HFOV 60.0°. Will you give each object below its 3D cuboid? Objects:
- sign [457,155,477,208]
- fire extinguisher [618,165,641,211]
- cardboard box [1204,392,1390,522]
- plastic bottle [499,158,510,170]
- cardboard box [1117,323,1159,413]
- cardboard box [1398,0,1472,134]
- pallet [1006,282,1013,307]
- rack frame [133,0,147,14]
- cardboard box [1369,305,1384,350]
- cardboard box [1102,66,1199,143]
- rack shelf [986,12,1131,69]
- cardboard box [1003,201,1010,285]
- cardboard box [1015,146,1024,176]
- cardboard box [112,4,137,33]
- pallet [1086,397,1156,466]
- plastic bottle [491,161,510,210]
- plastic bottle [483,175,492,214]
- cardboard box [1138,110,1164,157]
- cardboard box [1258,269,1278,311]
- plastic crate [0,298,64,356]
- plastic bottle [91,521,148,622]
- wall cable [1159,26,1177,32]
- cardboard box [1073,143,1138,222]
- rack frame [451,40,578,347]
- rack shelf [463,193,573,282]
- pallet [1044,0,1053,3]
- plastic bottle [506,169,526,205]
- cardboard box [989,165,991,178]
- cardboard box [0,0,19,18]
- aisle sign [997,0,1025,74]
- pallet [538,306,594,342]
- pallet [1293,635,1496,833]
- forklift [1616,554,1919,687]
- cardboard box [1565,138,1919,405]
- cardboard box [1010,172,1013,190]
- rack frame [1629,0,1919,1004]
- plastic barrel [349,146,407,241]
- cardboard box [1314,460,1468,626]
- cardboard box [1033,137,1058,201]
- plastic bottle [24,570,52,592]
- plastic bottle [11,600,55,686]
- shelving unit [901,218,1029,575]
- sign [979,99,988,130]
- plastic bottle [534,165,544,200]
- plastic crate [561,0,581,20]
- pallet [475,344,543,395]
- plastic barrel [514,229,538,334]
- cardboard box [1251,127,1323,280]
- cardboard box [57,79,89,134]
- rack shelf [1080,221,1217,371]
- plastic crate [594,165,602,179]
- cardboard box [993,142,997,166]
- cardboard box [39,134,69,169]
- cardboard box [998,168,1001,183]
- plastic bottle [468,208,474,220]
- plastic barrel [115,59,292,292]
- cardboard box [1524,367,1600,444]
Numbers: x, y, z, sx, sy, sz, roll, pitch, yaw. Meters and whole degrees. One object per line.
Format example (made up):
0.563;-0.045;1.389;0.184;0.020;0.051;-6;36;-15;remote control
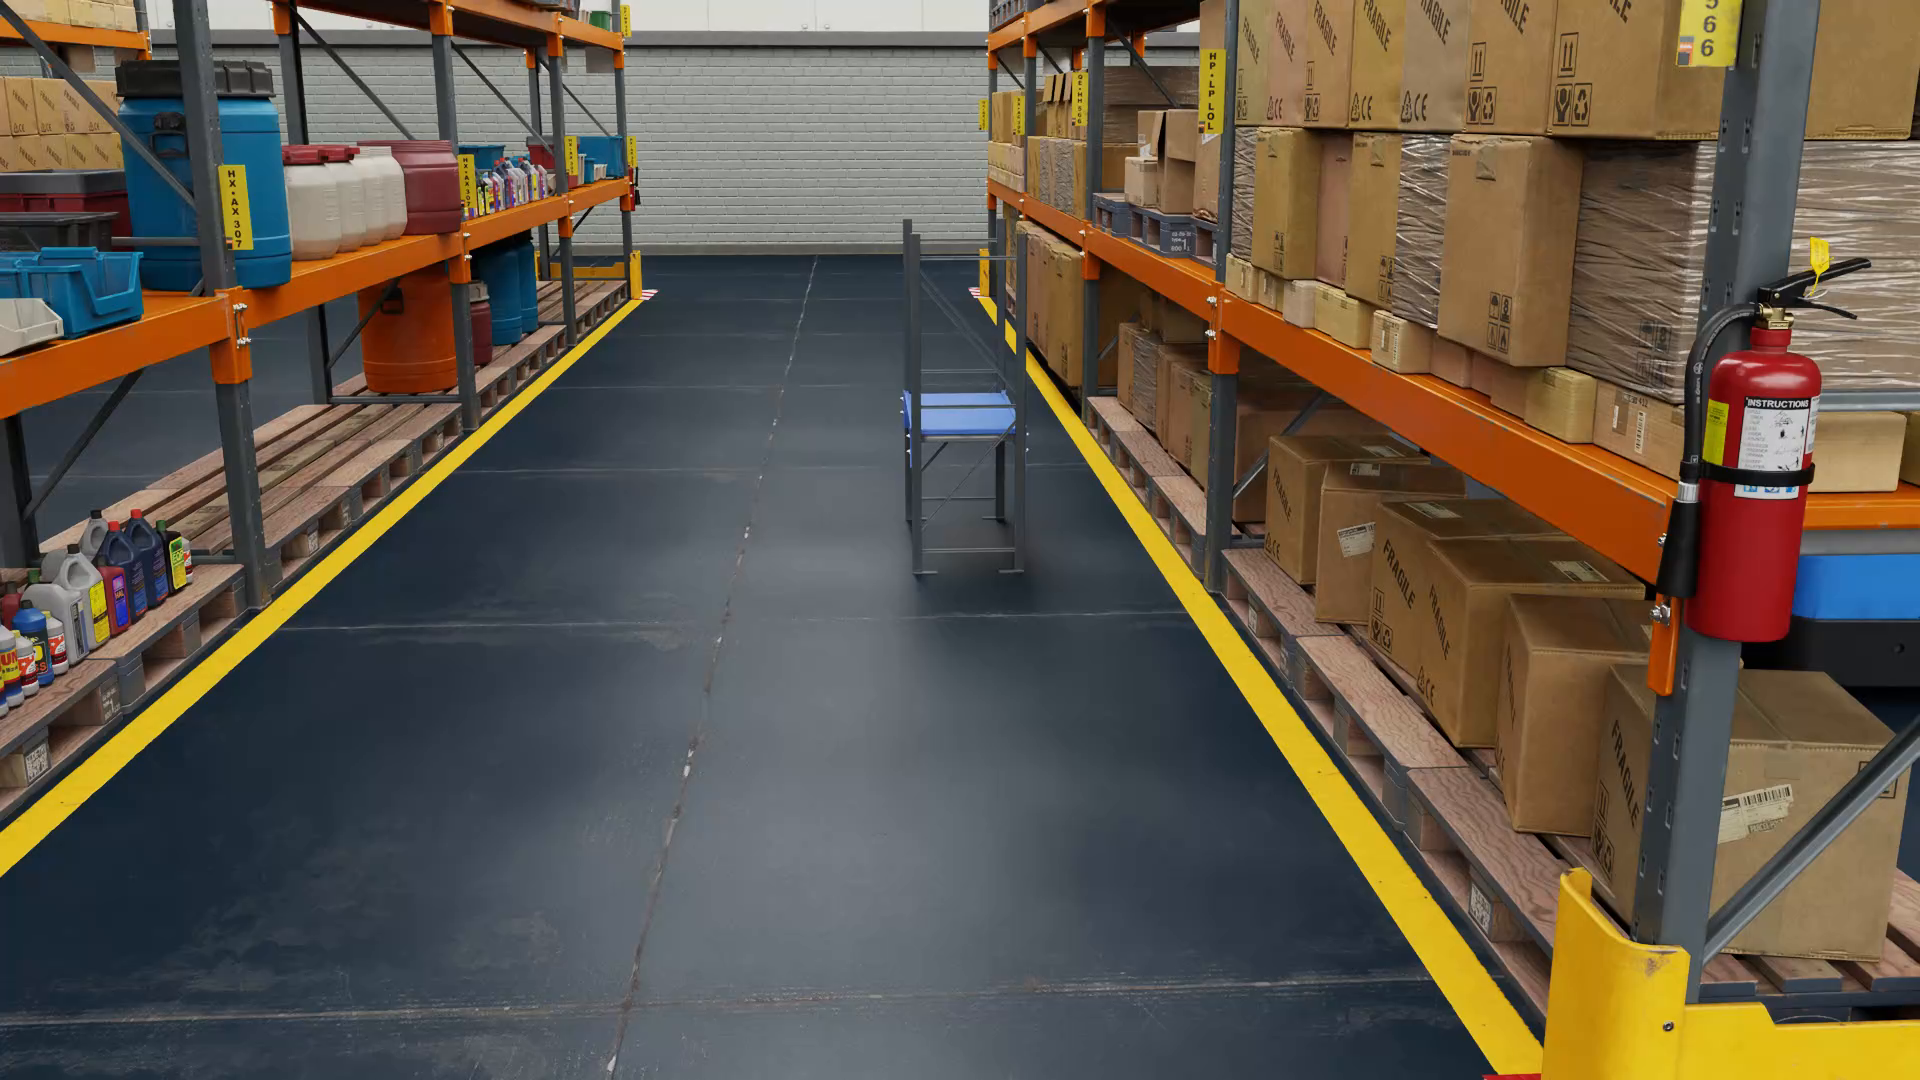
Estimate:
-3.083;-2.245;10.406;0.100;0.325;0.005;-1;14;-3;sign
-3.683;-3.972;18.349;0.296;0.674;0.183;-1;14;-3;fire extinguisher
1.543;-0.393;7.669;0.700;0.500;0.500;-2;15;-8;cardboard box
-3.629;-2.855;13.203;0.144;0.351;0.185;-1;14;-3;plastic bottle
1.373;-1.069;10.294;0.700;0.500;0.500;-2;15;-6;cardboard box
1.461;-1.301;4.260;0.500;0.500;0.500;-1;14;-3;cardboard box
0.943;-2.674;17.996;1.003;0.211;1.213;-1;14;-3;pallet
-9.072;-6.976;17.079;1.000;3.000;0.127;-1;14;-3;rack frame
1.439;-0.624;4.935;0.380;0.149;0.250;-1;14;-3;cardboard box
1.282;-2.949;11.254;0.797;0.503;0.637;0;14;-2;cardboard box
0.940;-4.829;16.200;1.077;0.370;4.000;-1;14;-3;rack shelf
0.935;-3.239;18.016;0.875;0.875;0.875;-1;14;-3;cardboard box
0.774;-3.405;14.943;0.500;0.250;0.500;-1;14;-4;cardboard box
-8.777;-5.327;16.990;0.500;0.250;0.500;-1;14;-3;cardboard box
1.358;-0.688;10.276;1.003;0.211;1.213;-1;14;-3;pallet
-3.428;-2.630;12.326;0.144;0.351;0.185;-1;14;-3;plastic bottle
-3.367;-2.441;11.754;0.097;0.271;0.097;0;14;0;plastic bottle
1.385;-2.351;10.100;0.500;0.500;0.500;-3;15;-10;cardboard box
1.318;-0.934;6.141;0.380;0.149;0.250;-1;14;-3;cardboard box
-3.031;-0.634;4.999;0.530;0.136;0.437;-1;14;-3;plastic crate
-3.045;0.112;6.005;0.144;0.351;0.185;-2;15;-6;plastic bottle
3.906;-10.145;22.941;2.277;5.999;0.120;-1;14;-3;wall cable
1.034;-2.400;11.134;0.500;0.500;0.500;0;14;-2;cardboard box
-3.880;-3.151;14.253;1.000;3.000;0.127;-1;14;-3;rack frame
-3.756;-2.305;12.410;1.077;0.370;4.000;-1;14;-3;rack shelf
1.146;-4.031;12.034;1.003;0.211;1.213;0;14;-1;pallet
-3.471;-2.748;12.937;0.152;0.276;0.135;-1;14;-3;plastic bottle
0.508;-4.007;18.085;0.380;0.149;0.250;-1;14;-3;cardboard box
-8.634;-4.705;14.573;0.500;0.250;0.500;-1;14;-3;cardboard box
0.512;-5.495;18.145;0.394;0.787;0.004;-1;14;-3;aisle sign
-3.964;-1.983;15.309;1.003;0.211;1.213;-1;14;-3;pallet
1.715;0.583;5.336;1.003;0.211;1.213;-1;14;-3;pallet
3.386;-1.218;6.880;1.130;2.935;3.031;0;14;0;forklift
1.800;-0.573;3.435;0.875;0.500;0.500;-1;14;-3;cardboard box
0.670;-3.368;15.602;0.380;0.149;0.250;-1;14;-2;cardboard box
1.810;-0.243;2.952;0.949;2.616;0.053;-1;14;-3;rack frame
-3.355;-1.958;9.391;0.421;0.512;0.421;0;14;0;plastic barrel
1.587;0.012;6.135;0.500;0.500;0.500;4;15;14;cardboard box
0.875;-3.033;13.593;0.500;0.500;0.500;-1;14;-3;cardboard box
-3.125;0.233;5.670;0.061;0.283;0.133;-1;14;-3;plastic bottle
-2.978;0.325;5.334;0.097;0.271;0.097;0;14;0;plastic bottle
0.005;-0.705;7.757;0.538;1.500;1.048;-1;14;-3;shelving unit
0.262;-4.673;18.272;0.100;0.325;0.005;-1;14;-3;sign
-3.473;-2.945;13.685;0.061;0.283;0.133;-1;14;-3;plastic bottle
-3.683;-4.854;15.113;0.497;0.269;0.590;-1;14;-3;plastic crate
-3.795;-1.304;12.670;1.003;0.211;1.213;-1;14;-3;pallet
-3.863;-2.203;13.936;0.600;0.901;0.708;-1;14;-3;plastic barrel
1.521;-1.193;5.844;0.875;0.500;0.500;-1;14;-3;cardboard box
-8.669;-4.114;15.790;0.500;0.500;0.500;0;14;-2;cardboard box
1.435;-1.387;8.841;1.077;0.370;4.000;-1;14;-3;rack shelf
-3.893;-3.775;17.087;0.396;0.136;0.243;-1;14;-3;plastic crate
0.615;-4.041;17.416;0.500;0.250;0.500;-1;14;-4;cardboard box
-8.647;-3.507;15.435;0.500;0.500;0.500;-1;14;-4;cardboard box
0.591;-3.688;16.843;0.380;0.149;0.250;-1;14;-4;cardboard box
-3.311;-2.295;11.160;0.061;0.283;0.133;-1;14;-3;plastic bottle
-3.106;-1.505;6.850;0.600;0.901;0.708;-1;14;-3;plastic barrel
1.502;-0.313;3.726;0.380;0.149;0.250;-1;14;-3;cardboard box
